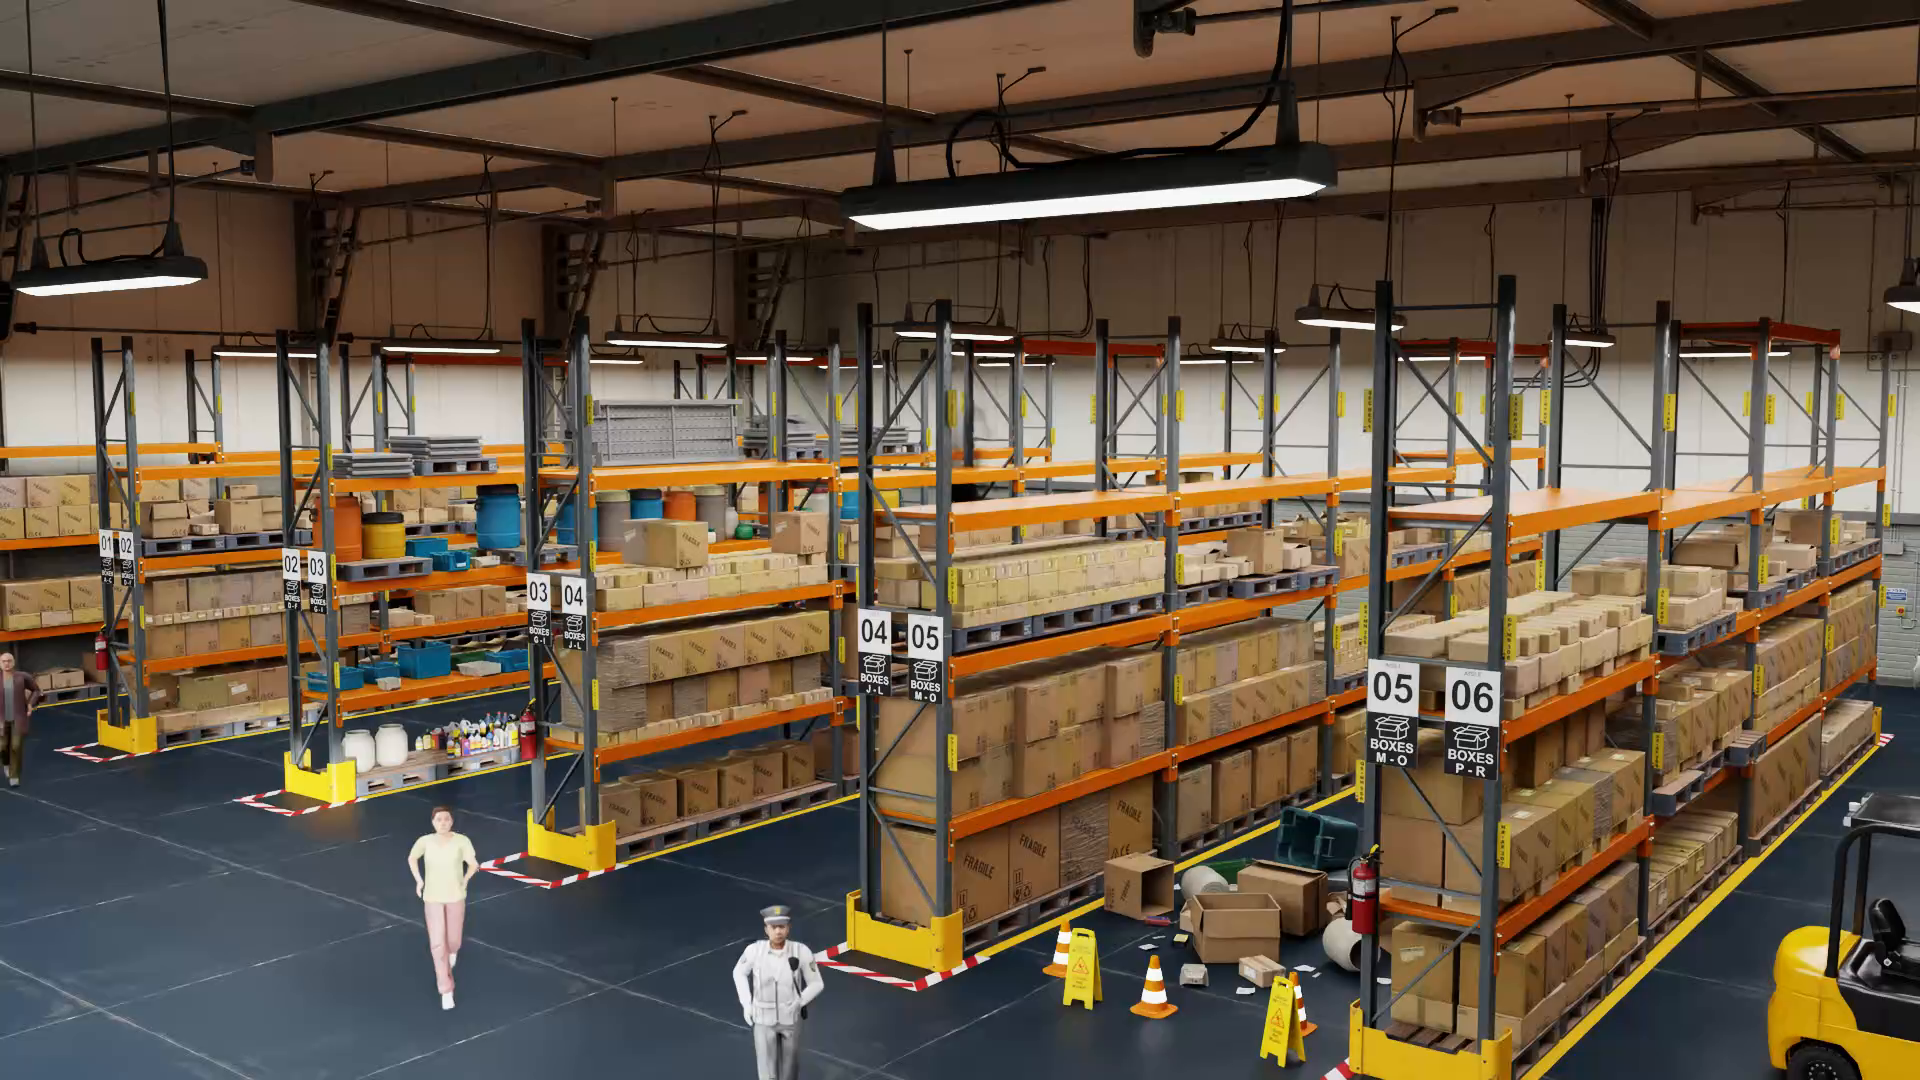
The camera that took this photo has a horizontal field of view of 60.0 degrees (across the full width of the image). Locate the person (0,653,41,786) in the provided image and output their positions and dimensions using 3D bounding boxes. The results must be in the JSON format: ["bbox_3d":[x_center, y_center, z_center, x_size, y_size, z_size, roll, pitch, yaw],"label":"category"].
[{"bbox_3d":[-12.642,2.370,22.129,0.740,1.745,0.736,-3,6,-28],"label":"person"}]

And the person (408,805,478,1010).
[{"bbox_3d":[-4.450,3.101,14.348,0.579,1.669,0.879,-2,5,-18],"label":"person"}]

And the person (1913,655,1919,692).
[{"bbox_3d":[14.369,2.211,24.553,0.673,1.698,0.659,1,5,13],"label":"person"}]

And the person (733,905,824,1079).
[{"bbox_3d":[-1.247,3.324,11.447,0.625,1.707,0.800,-1,5,-6],"label":"person"}]
